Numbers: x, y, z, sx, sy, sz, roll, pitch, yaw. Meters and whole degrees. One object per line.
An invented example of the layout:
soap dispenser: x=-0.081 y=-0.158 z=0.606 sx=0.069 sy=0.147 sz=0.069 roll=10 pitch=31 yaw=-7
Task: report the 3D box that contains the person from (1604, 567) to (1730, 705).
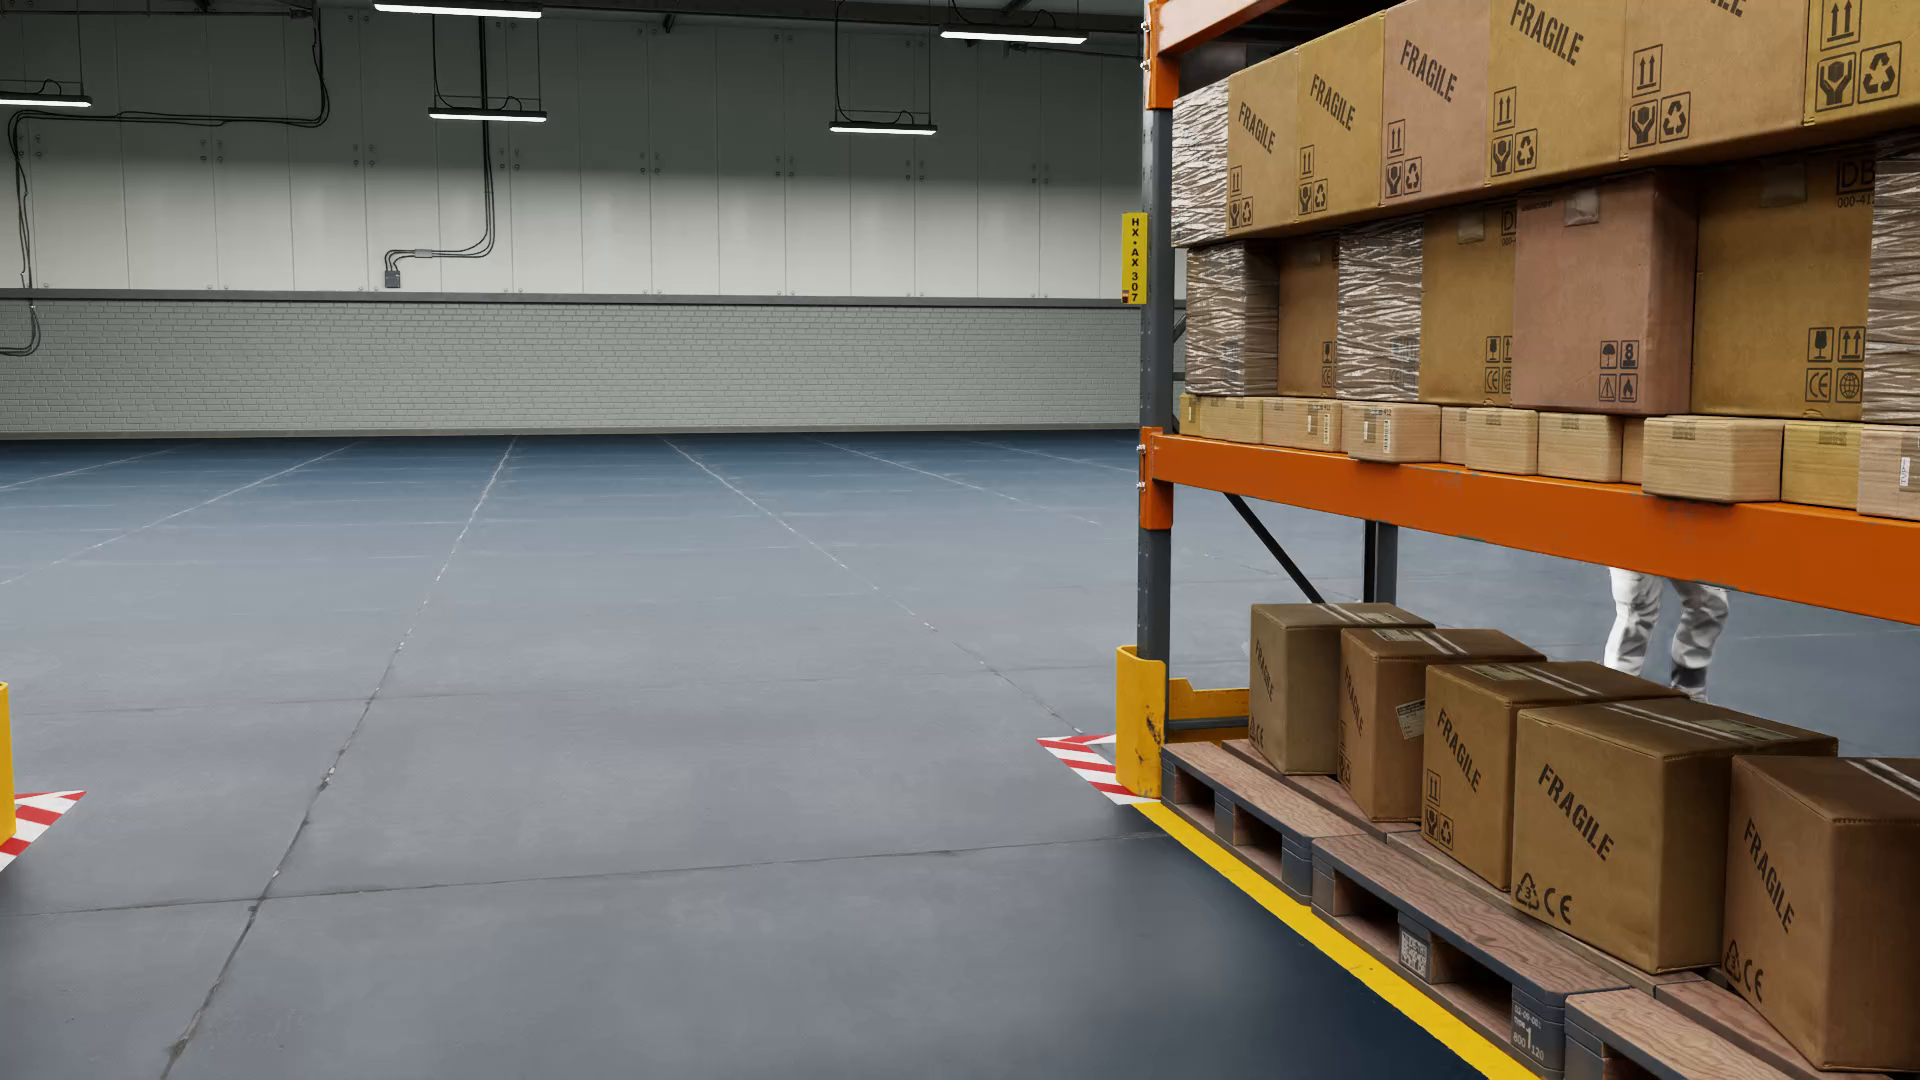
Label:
person: x=2.829 y=-0.037 z=6.744 sx=0.641 sy=1.832 sz=0.465 roll=-4 pitch=7 yaw=-33
